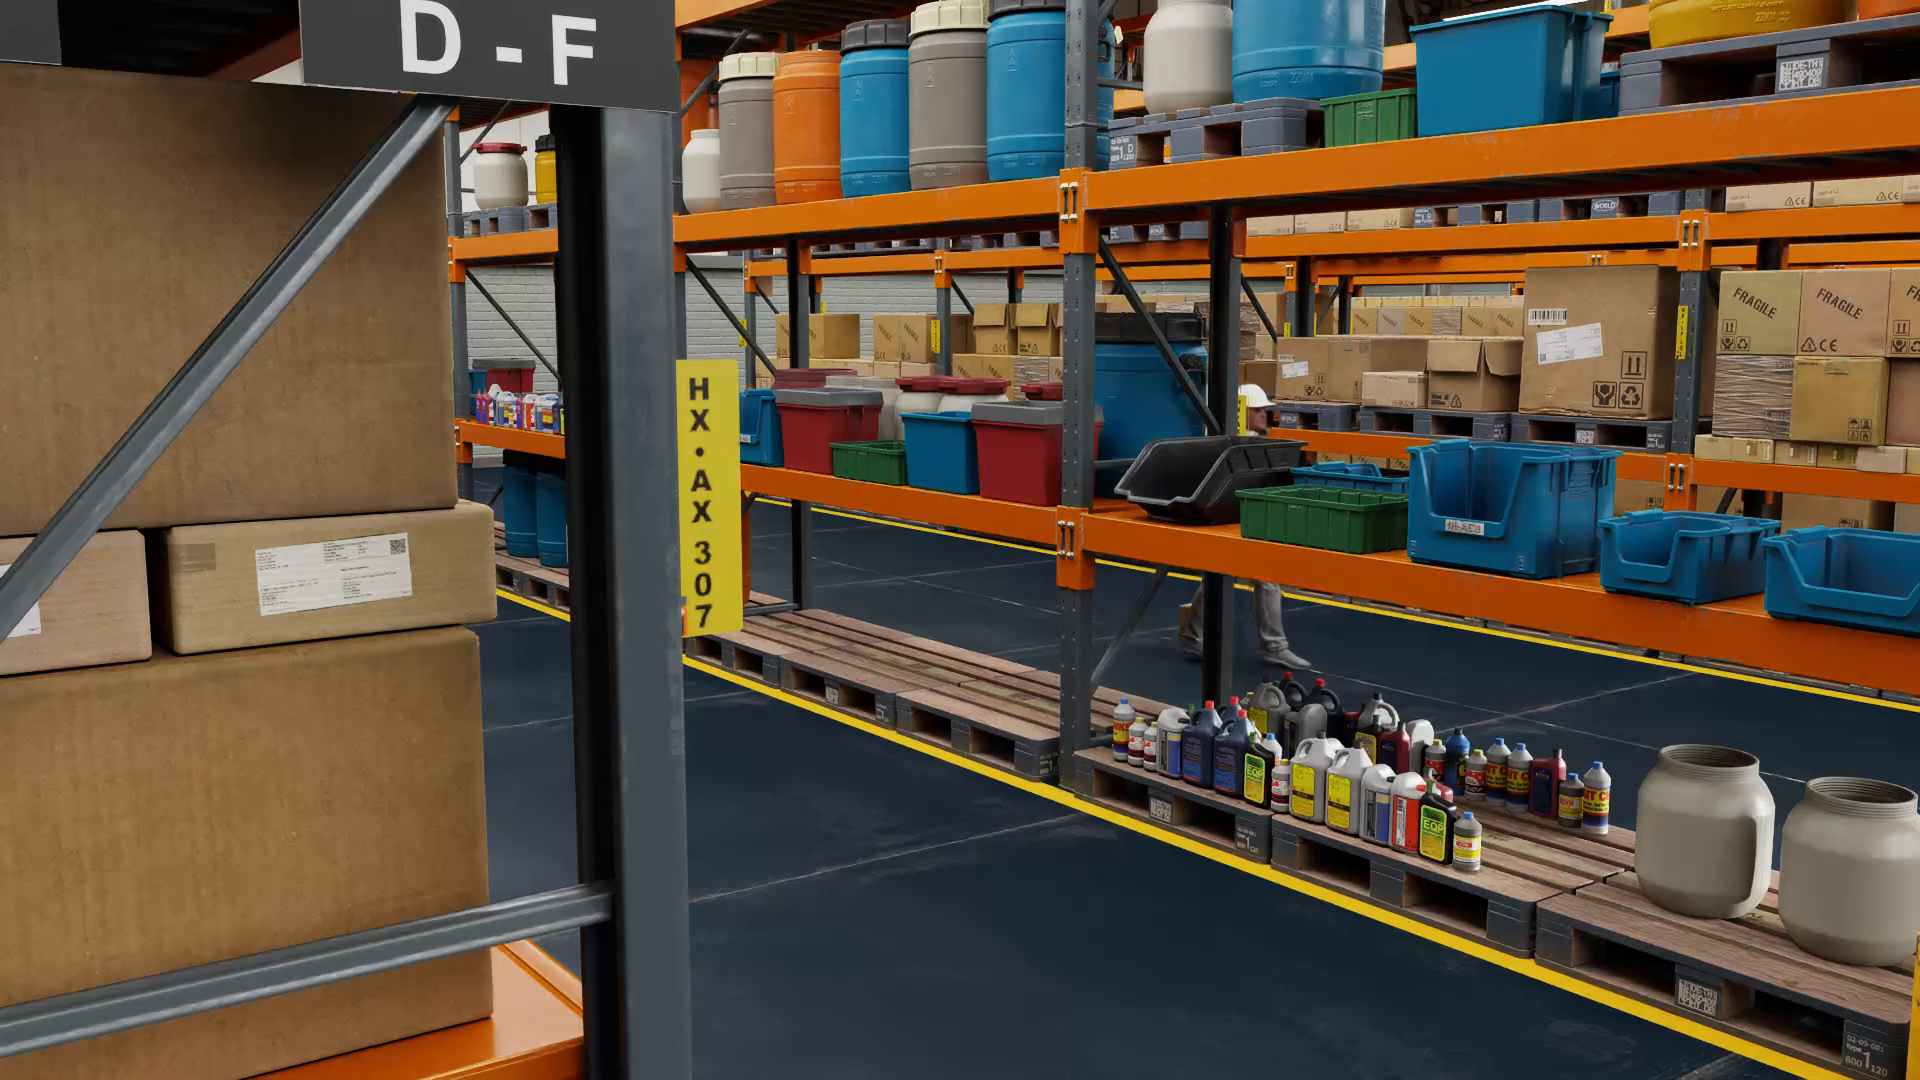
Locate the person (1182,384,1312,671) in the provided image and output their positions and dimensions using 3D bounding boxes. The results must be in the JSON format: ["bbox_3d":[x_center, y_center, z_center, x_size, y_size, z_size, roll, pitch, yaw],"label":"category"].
[{"bbox_3d":[1.739,-0.083,10.323,0.813,1.767,0.565,7,10,40],"label":"person"}]
